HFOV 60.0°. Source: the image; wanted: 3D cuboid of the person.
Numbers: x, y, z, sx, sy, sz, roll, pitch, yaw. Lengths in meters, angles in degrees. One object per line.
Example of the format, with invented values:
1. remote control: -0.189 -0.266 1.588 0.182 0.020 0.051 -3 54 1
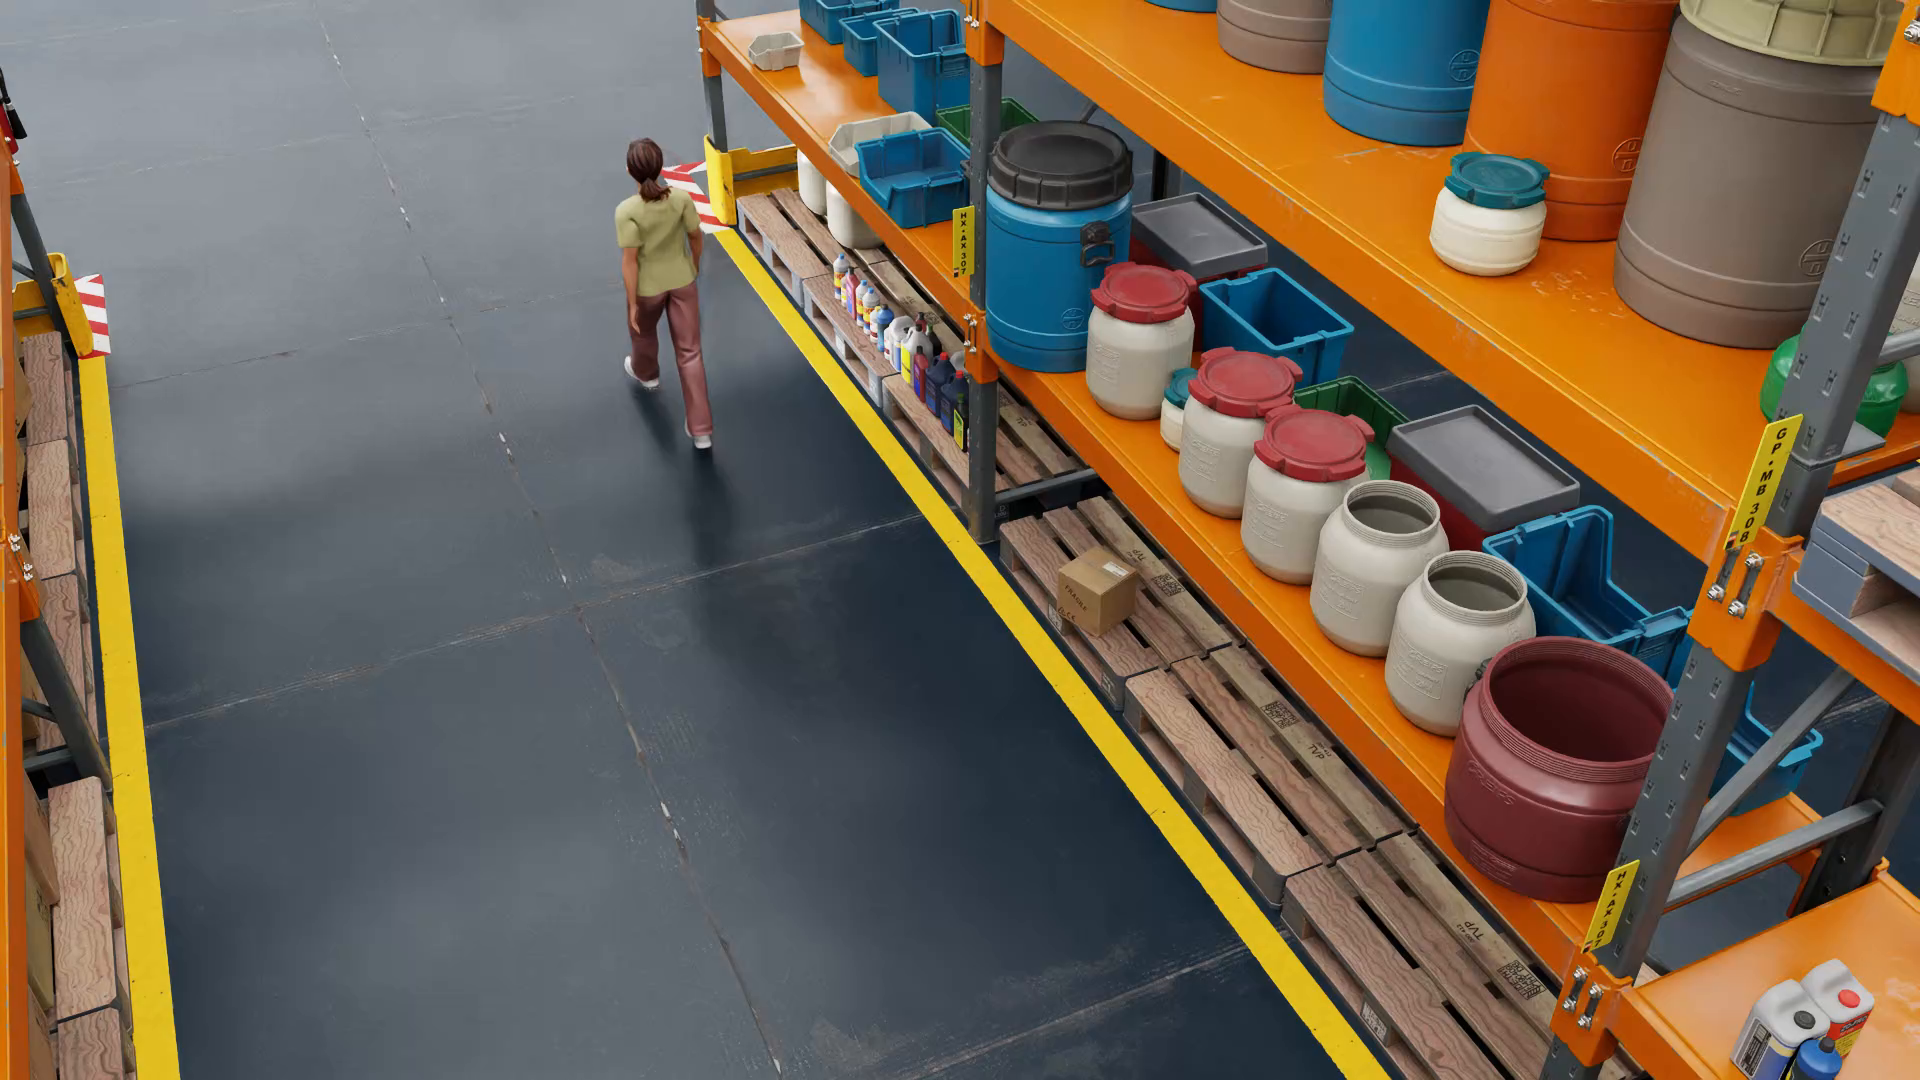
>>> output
1. person: -1.551 -1.370 8.625 0.459 1.611 1.028 -13 39 -17
